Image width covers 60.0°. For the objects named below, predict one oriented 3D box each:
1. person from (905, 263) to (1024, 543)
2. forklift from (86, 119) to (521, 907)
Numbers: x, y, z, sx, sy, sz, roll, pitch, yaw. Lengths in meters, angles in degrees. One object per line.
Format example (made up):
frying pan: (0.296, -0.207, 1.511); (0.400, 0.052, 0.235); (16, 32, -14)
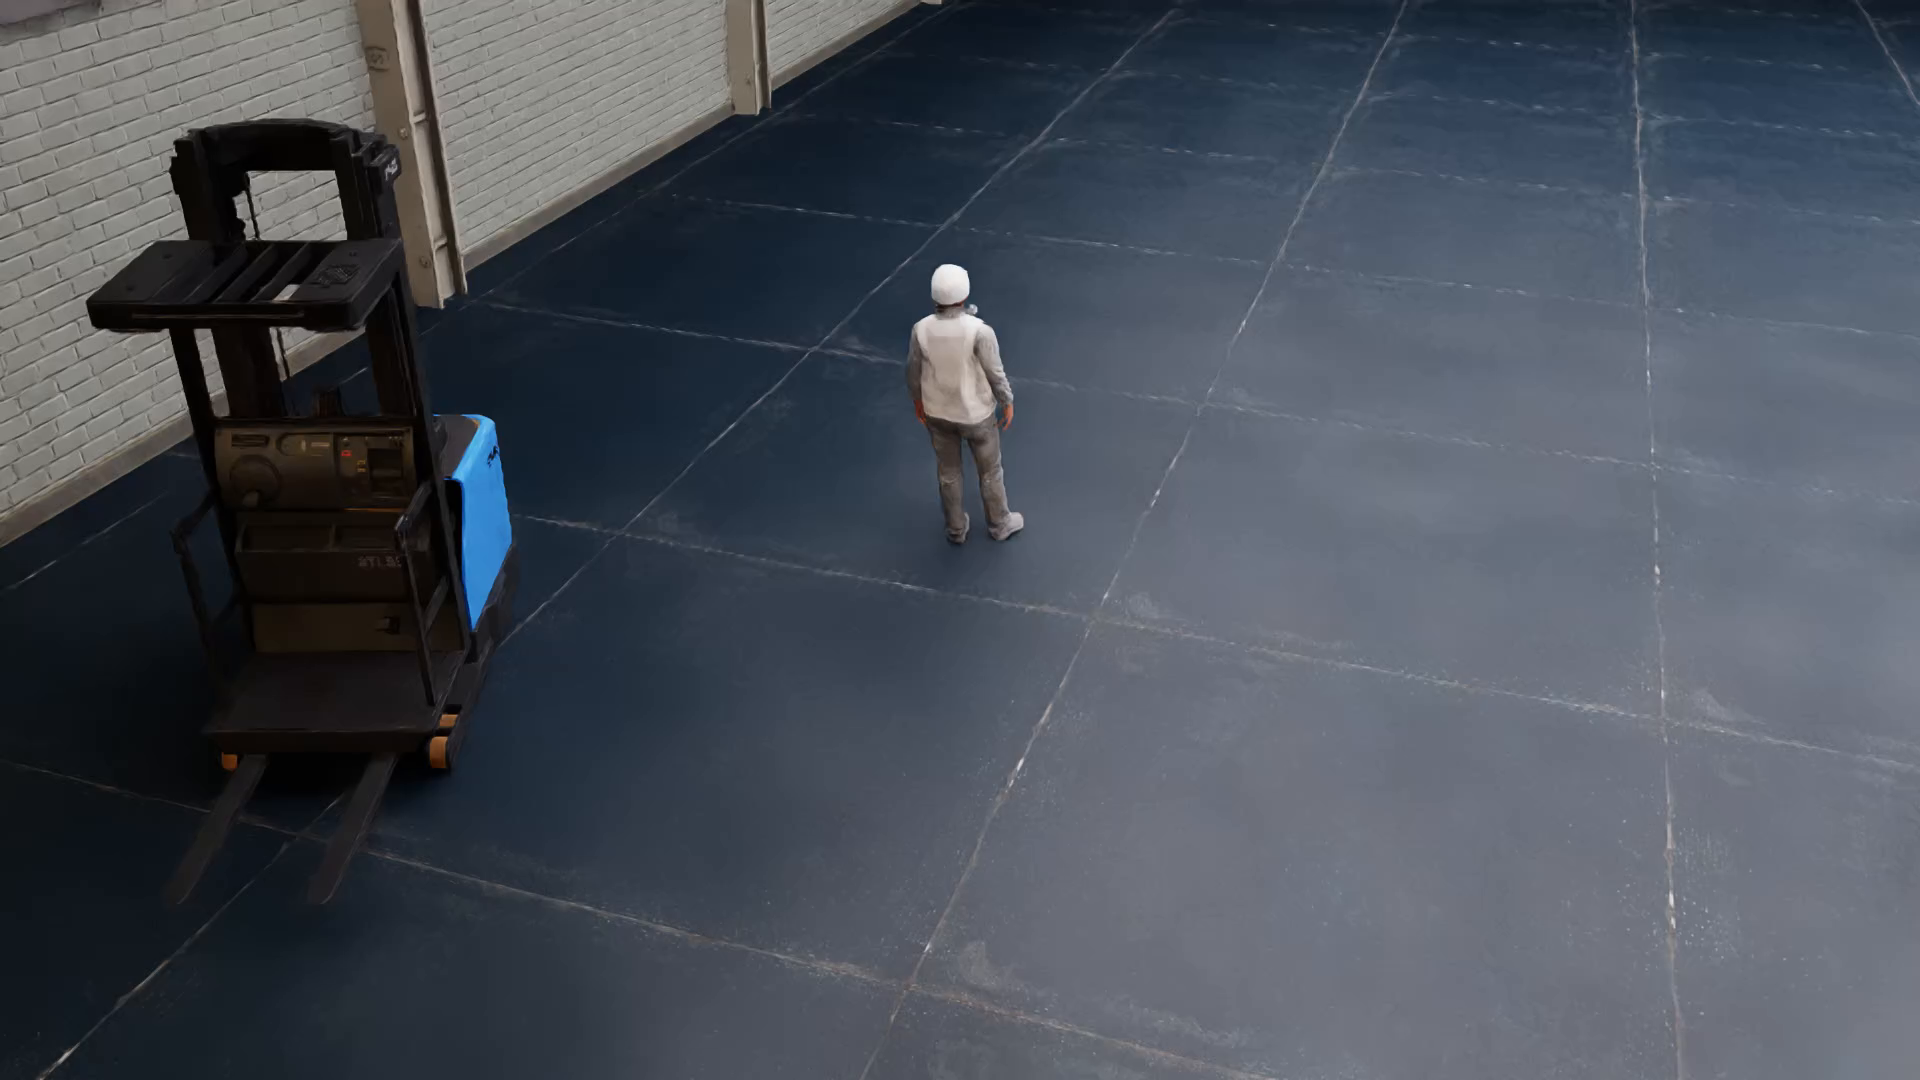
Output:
person: (0.028, -0.805, 9.702); (0.632, 1.773, 0.567); (10, 31, 16)
forklift: (-3.032, -0.301, 7.664); (1.130, 2.935, 3.031); (-1, 30, -1)
